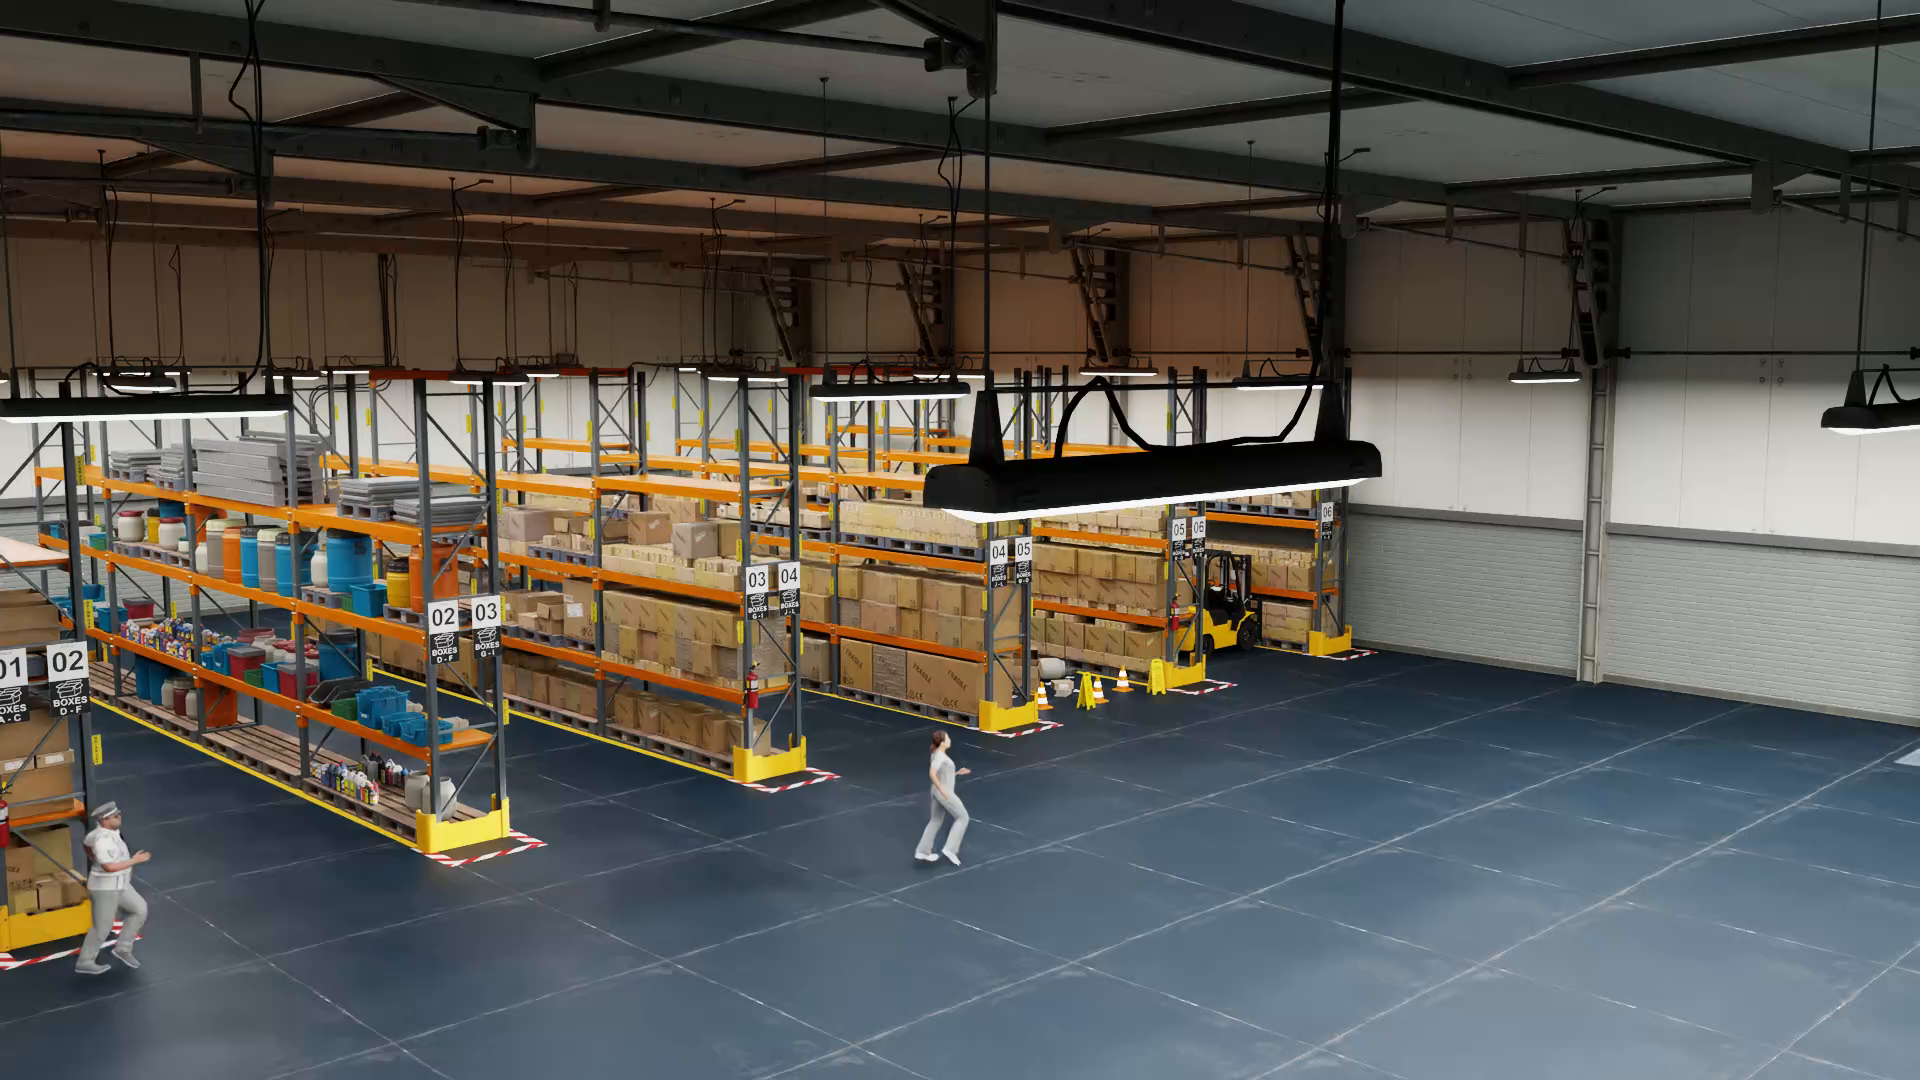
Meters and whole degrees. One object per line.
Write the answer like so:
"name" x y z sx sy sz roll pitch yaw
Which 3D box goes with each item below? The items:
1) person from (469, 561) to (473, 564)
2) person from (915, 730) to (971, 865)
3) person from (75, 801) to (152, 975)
"person" -11.504 1.060 39.458 0.641 1.645 0.821 0 6 3
"person" -0.207 3.187 20.558 0.717 1.700 0.534 -2 7 -20
"person" -8.639 3.549 16.972 0.754 1.810 0.661 -2 7 -16
